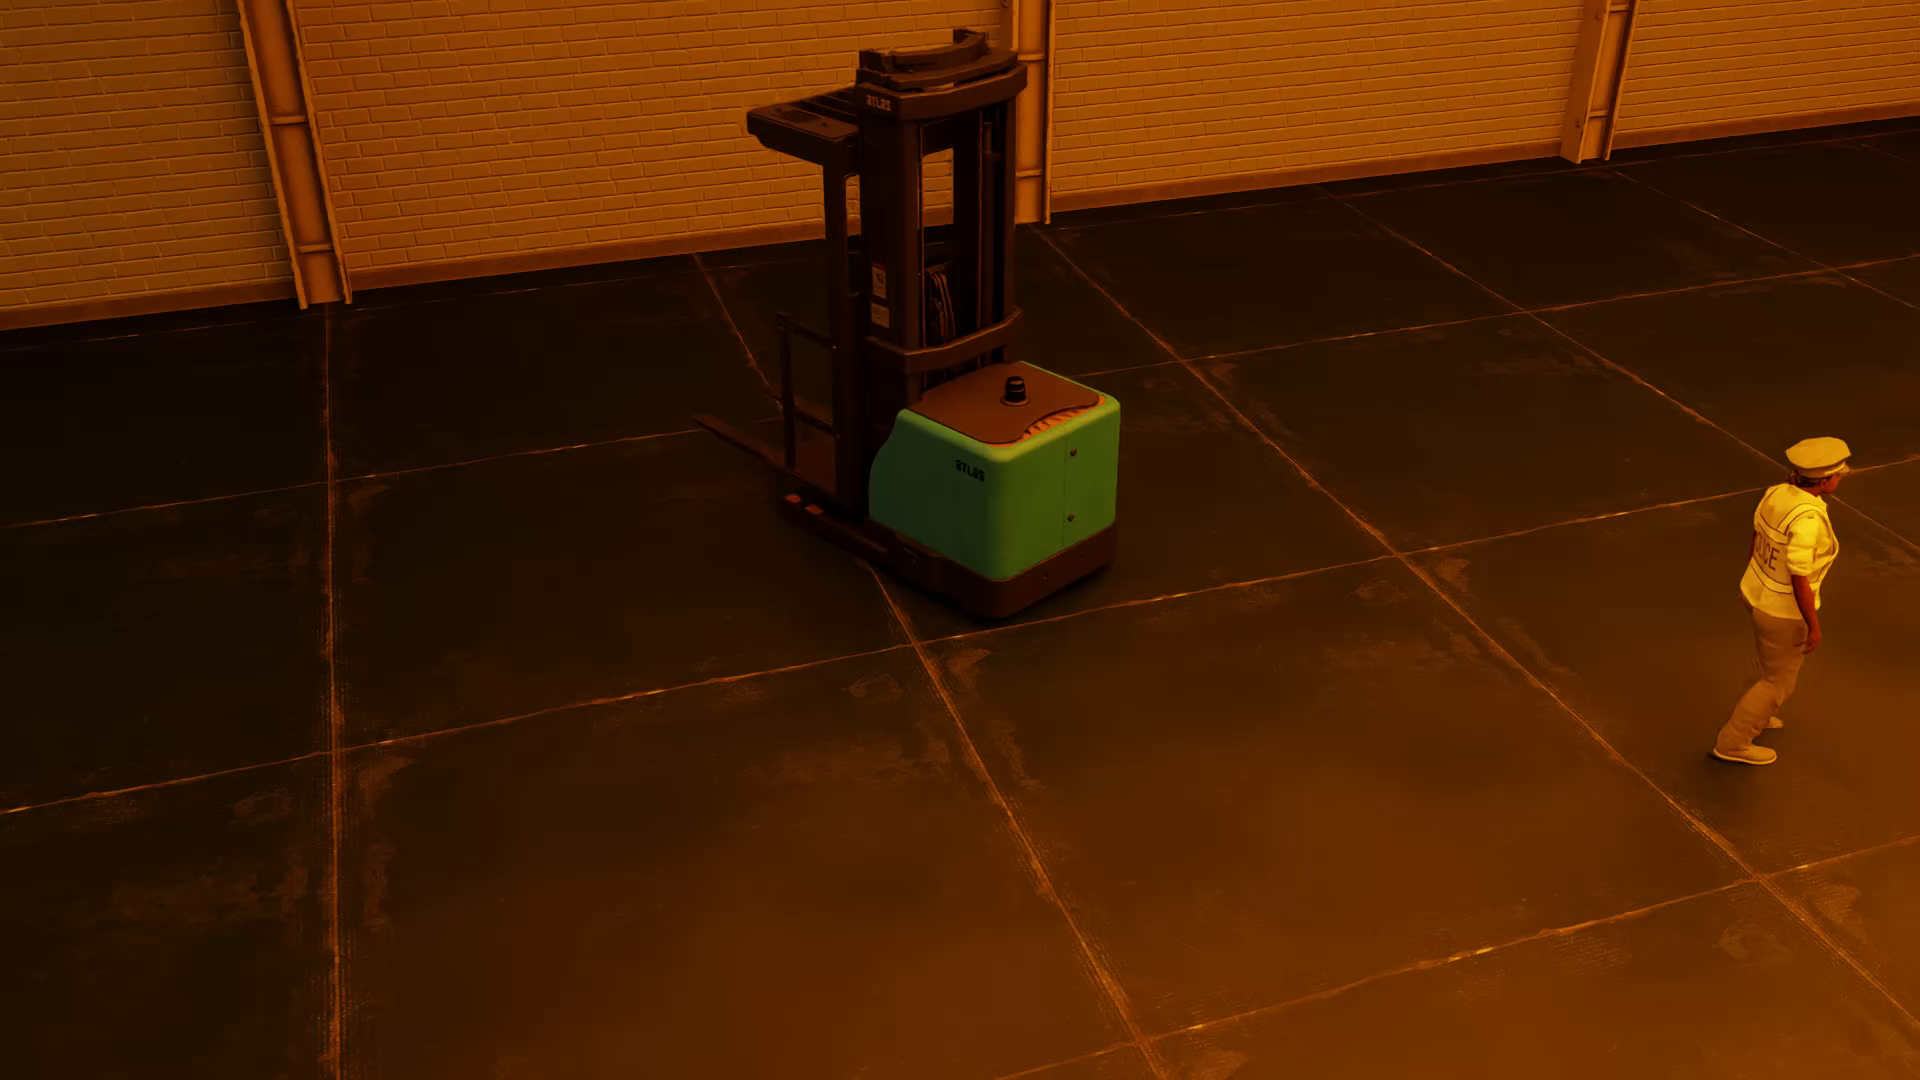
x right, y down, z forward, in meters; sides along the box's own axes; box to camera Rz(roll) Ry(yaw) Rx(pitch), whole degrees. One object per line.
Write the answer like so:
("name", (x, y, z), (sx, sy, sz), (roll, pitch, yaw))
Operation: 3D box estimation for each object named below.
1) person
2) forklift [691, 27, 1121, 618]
("person", (3.937, 0.318, 7.849), (0.480, 1.720, 0.532), (2, 30, 3))
("forklift", (-0.483, -1.477, 9.654), (1.130, 2.935, 3.031), (-26, 39, -37))
